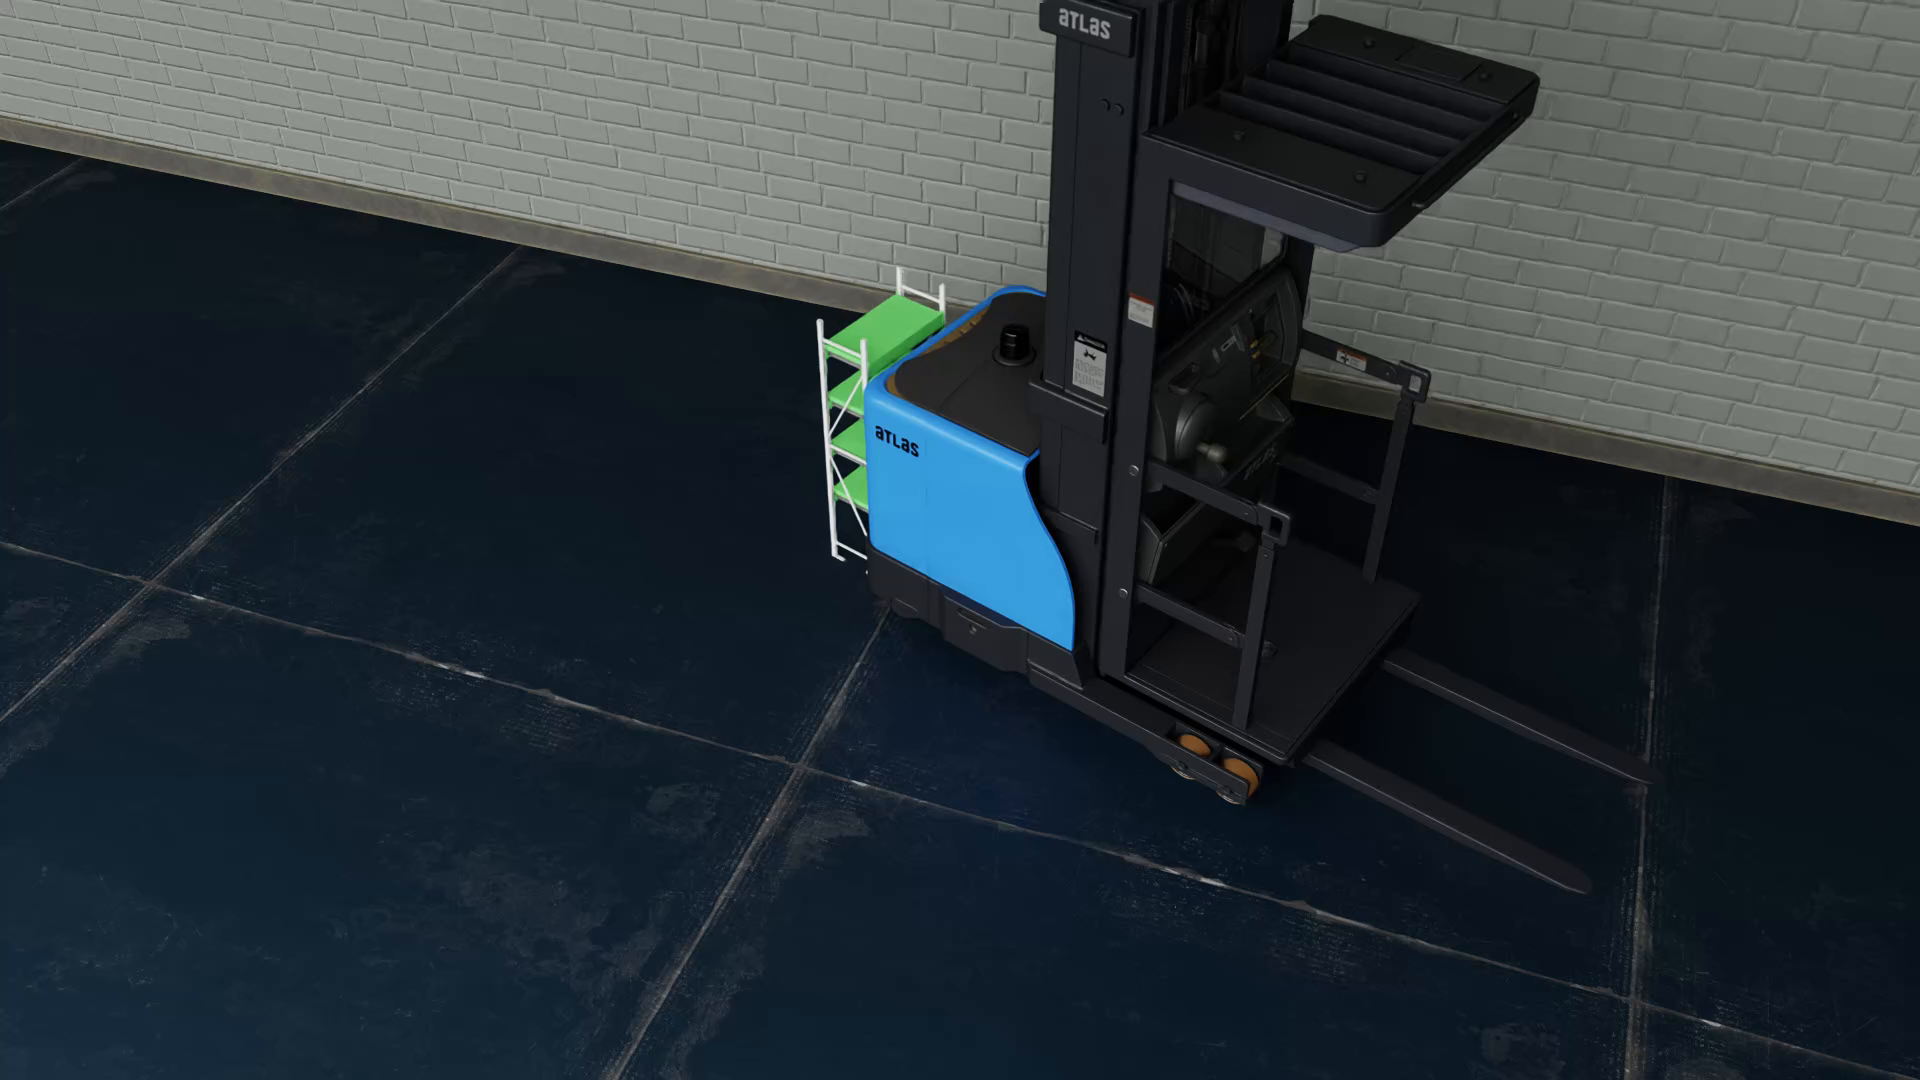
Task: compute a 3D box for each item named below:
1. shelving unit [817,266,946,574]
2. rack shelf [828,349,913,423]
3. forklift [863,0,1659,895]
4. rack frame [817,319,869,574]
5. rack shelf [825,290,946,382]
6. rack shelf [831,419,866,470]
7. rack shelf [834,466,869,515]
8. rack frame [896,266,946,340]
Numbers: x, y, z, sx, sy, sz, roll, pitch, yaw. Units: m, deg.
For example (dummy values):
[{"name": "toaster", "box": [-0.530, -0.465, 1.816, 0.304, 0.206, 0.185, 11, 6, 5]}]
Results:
[{"name": "shelving unit", "box": [-0.303, -0.471, 6.878, 0.258, 1.200, 0.503, 26, 47, 27]}, {"name": "rack shelf", "box": [-0.303, -0.605, 6.763, 0.258, 0.148, 0.480, 26, 47, 27]}, {"name": "forklift", "box": [1.092, -0.540, 5.625, 3.031, 2.935, 1.130, 27, 47, 28]}, {"name": "rack frame", "box": [-0.451, -0.345, 6.730, 0.240, 1.200, 0.015, 26, 47, 27]}, {"name": "rack shelf", "box": [-0.303, -0.787, 6.607, 0.258, 0.148, 0.480, 26, 47, 27]}, {"name": "rack shelf", "box": [-0.303, -0.422, 6.919, 0.258, 0.148, 0.480, 26, 47, 27]}, {"name": "rack shelf", "box": [-0.303, -0.240, 7.075, 0.258, 0.148, 0.480, 26, 47, 27]}, {"name": "rack frame", "box": [-0.156, -0.597, 7.025, 0.240, 1.200, 0.015, 26, 47, 27]}]
